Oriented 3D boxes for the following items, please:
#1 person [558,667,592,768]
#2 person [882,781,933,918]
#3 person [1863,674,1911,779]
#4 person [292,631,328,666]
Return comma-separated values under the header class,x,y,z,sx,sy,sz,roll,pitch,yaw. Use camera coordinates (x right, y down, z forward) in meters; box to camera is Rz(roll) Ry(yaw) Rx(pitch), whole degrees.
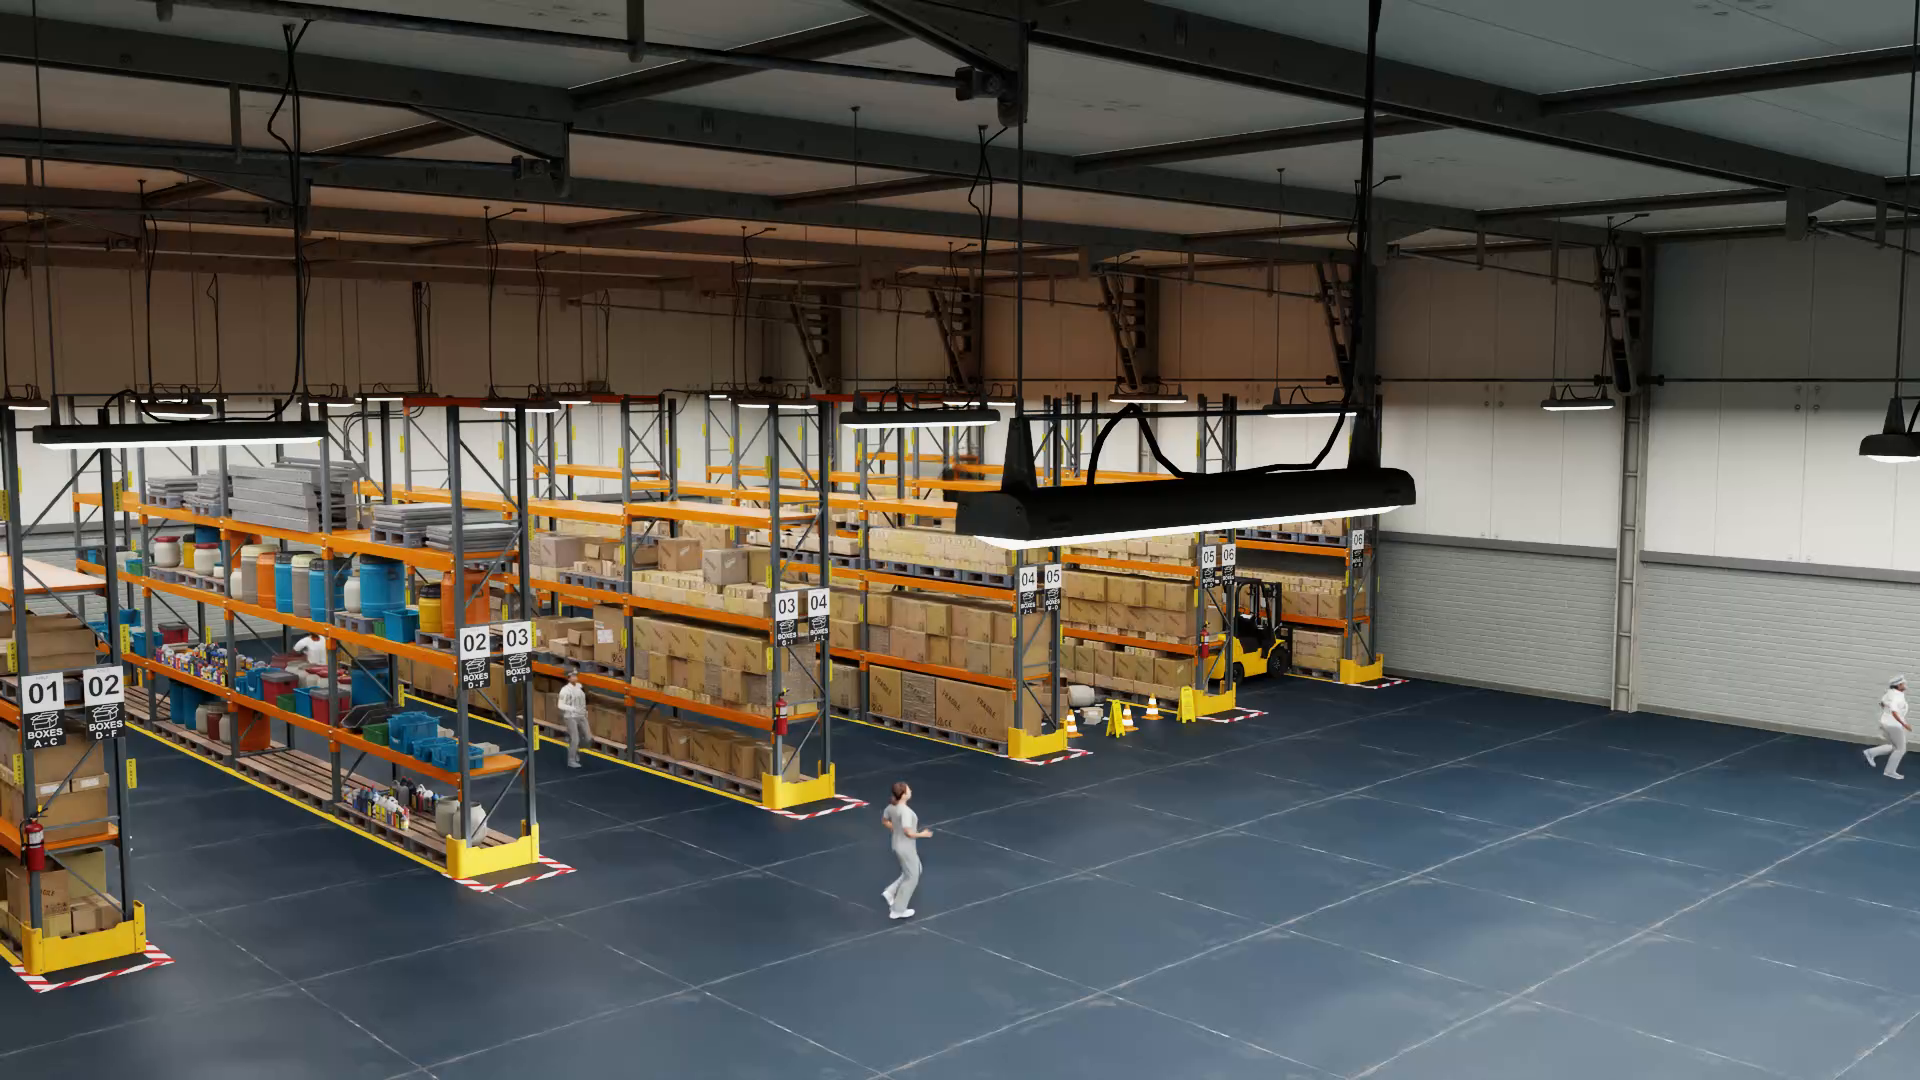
class,x,y,z,sx,sy,sz,roll,pitch,yaw
person,-6.222,2.887,27.056,0.536,1.654,0.605,4,7,39
person,-0.623,3.624,19.559,0.564,1.625,0.557,-2,6,-24
person,14.797,2.954,26.492,0.586,1.682,0.584,1,6,15
person,-12.096,2.413,31.255,0.986,1.743,0.706,4,7,36
